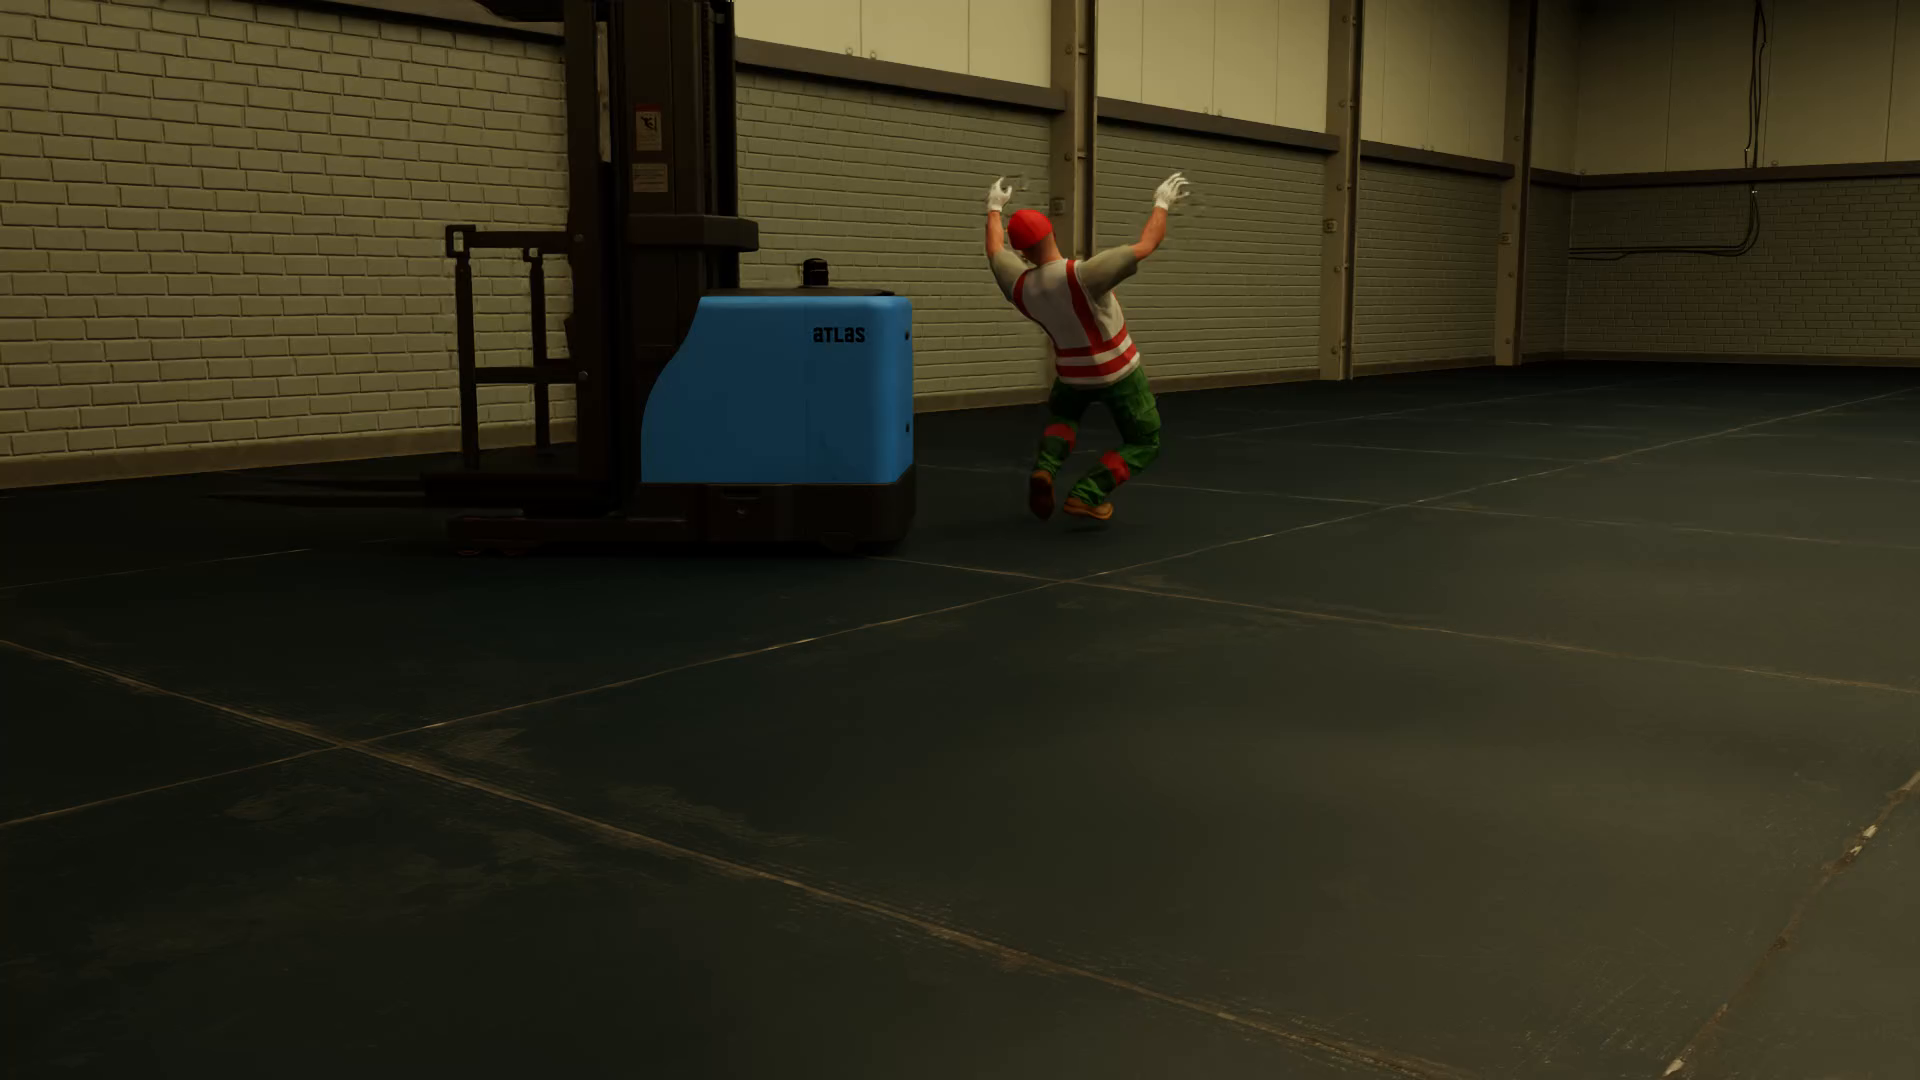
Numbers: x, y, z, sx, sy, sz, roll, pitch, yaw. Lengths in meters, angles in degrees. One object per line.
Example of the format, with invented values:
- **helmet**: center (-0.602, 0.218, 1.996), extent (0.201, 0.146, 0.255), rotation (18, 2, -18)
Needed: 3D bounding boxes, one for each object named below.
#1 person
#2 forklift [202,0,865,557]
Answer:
- **person**: center (0.500, -0.935, 7.804), extent (0.986, 1.546, 0.748), rotation (7, 11, 39)
- **forklift**: center (-1.742, -1.457, 7.242), extent (3.031, 2.935, 1.121), rotation (0, 8, 3)
